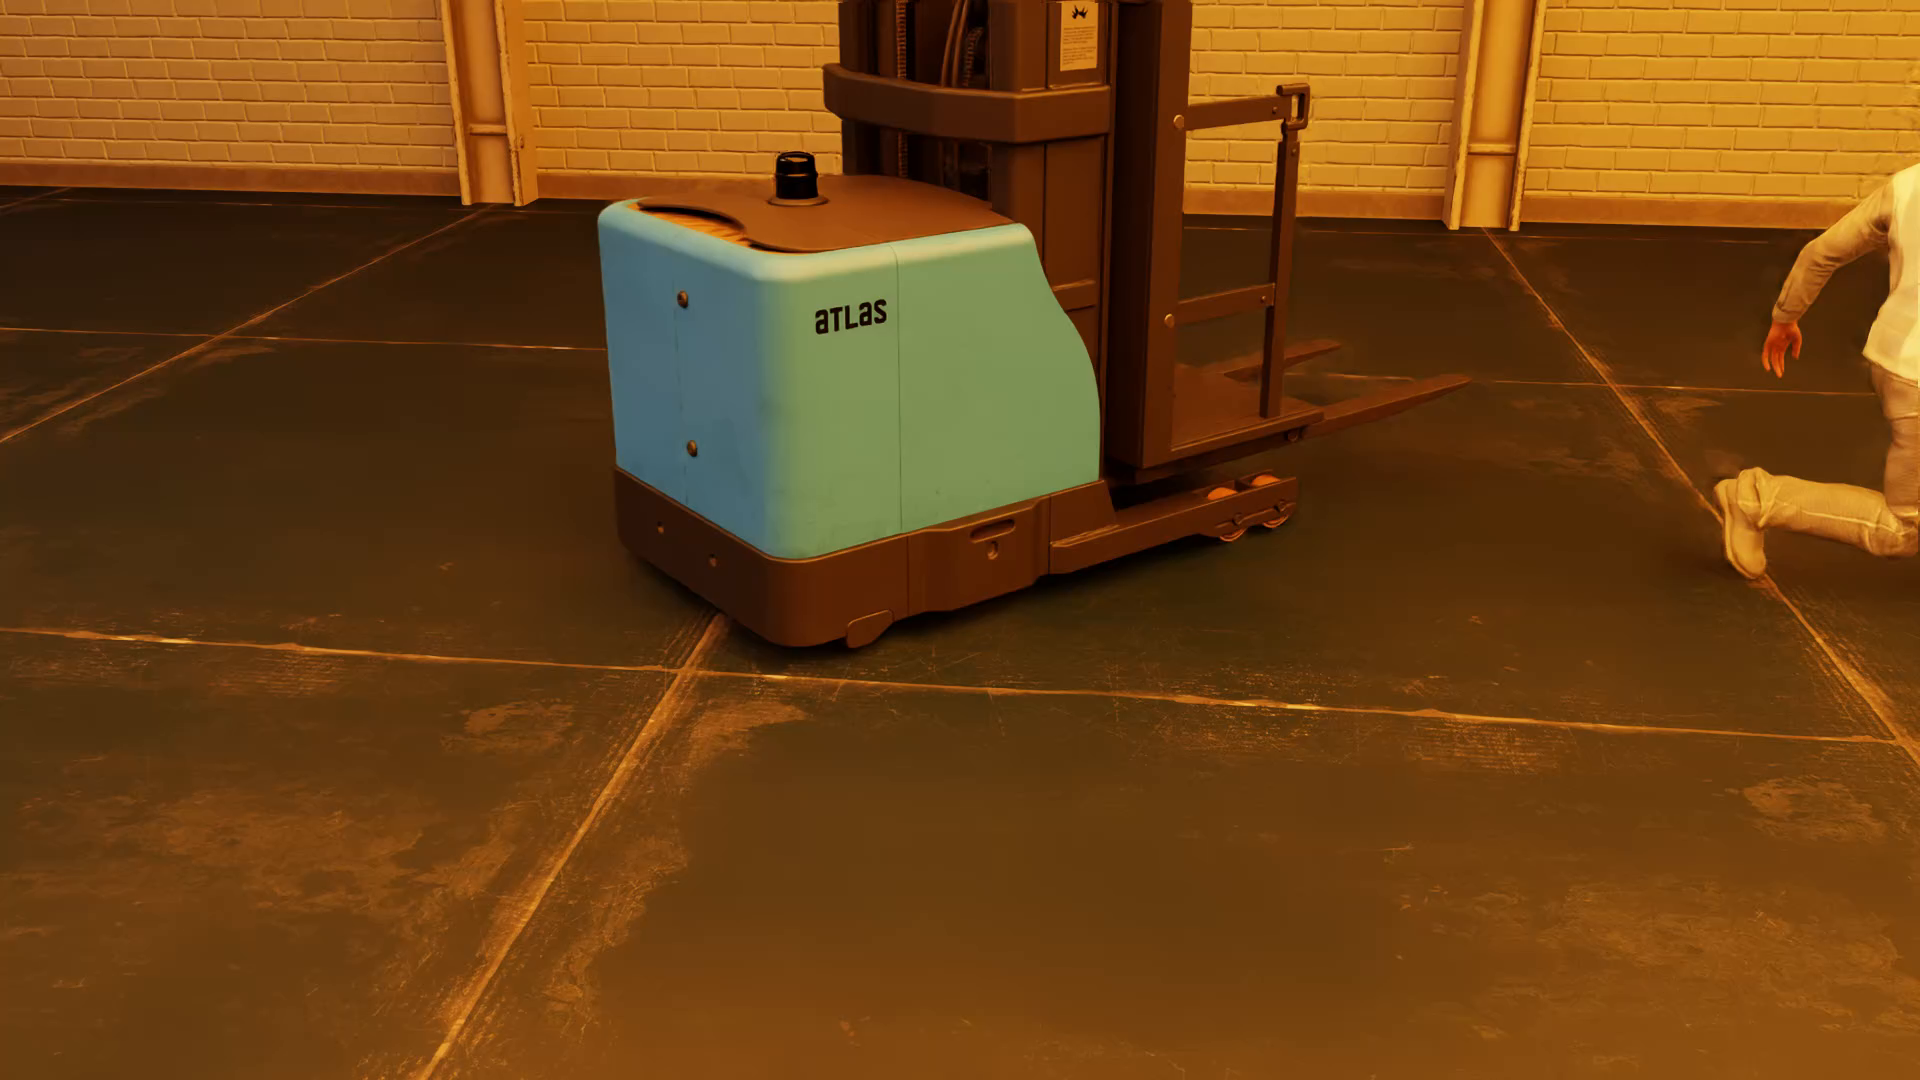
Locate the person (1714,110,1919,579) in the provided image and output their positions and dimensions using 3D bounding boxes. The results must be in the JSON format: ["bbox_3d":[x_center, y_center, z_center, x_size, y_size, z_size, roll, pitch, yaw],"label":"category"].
[{"bbox_3d":[2.637,-0.552,4.561,0.907,1.546,0.650,4,22,9],"label":"person"}]

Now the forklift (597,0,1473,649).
[{"bbox_3d":[0.452,-1.496,4.969,3.031,2.935,1.130,-16,27,-34],"label":"forklift"}]
